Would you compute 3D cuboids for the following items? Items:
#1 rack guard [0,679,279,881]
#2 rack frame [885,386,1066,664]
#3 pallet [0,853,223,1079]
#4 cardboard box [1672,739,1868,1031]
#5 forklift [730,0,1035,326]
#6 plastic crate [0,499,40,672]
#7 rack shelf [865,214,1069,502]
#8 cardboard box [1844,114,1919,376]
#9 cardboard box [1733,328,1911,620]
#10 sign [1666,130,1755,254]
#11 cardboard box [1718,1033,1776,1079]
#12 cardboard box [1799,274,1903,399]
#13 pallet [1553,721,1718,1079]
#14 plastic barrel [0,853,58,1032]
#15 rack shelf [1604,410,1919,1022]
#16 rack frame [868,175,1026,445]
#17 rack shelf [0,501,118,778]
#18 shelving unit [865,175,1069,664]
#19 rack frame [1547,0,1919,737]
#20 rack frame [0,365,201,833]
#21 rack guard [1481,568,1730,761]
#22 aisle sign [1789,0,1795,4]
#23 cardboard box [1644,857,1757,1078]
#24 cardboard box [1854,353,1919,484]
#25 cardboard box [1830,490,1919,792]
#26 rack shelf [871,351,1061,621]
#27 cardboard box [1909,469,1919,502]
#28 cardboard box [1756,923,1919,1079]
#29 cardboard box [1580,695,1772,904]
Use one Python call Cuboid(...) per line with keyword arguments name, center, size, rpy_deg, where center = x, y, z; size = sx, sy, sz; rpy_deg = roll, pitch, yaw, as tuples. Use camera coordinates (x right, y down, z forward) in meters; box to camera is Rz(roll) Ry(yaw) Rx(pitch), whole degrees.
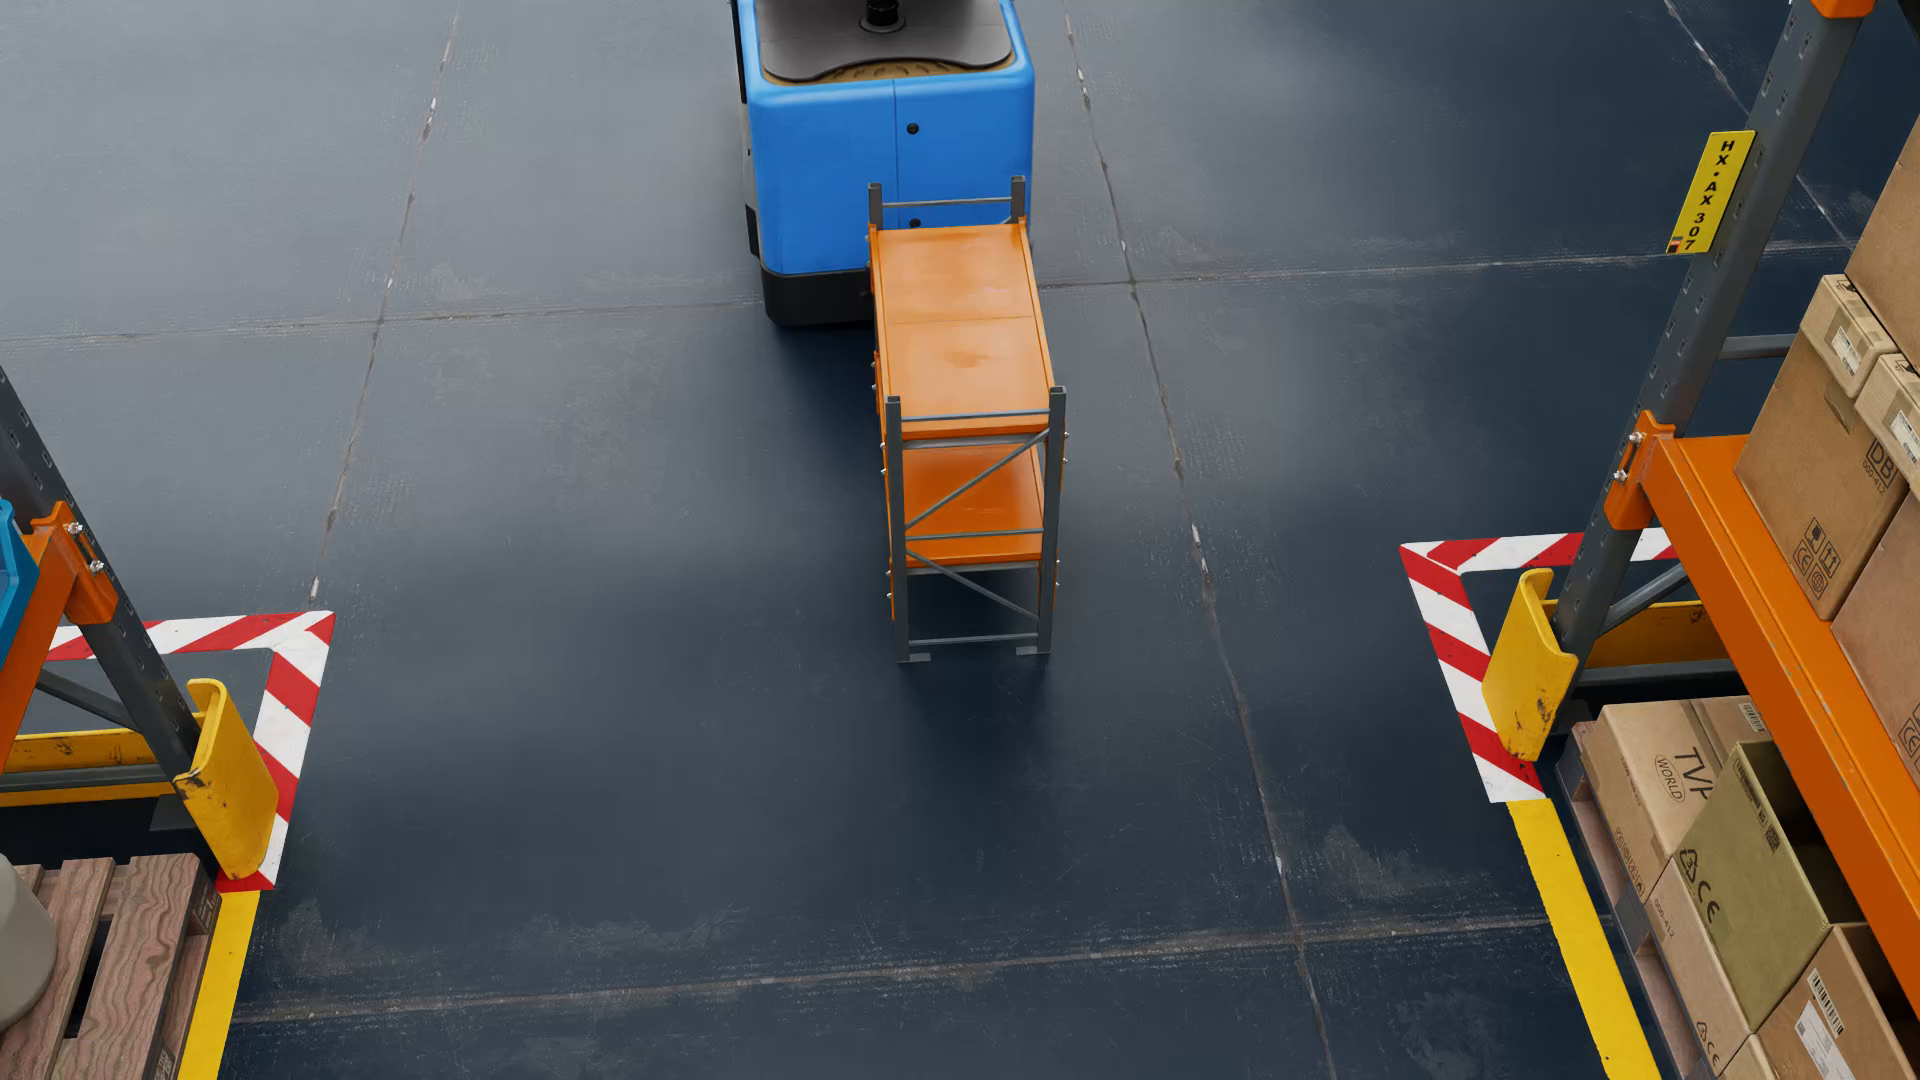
Cuboid(name="rack guard", center=(-2.627, 0.720, 4.724), size=(1.175, 0.500, 0.348), rpy_deg=(-3, 47, -3))
Cuboid(name="rack frame", center=(0.043, -0.014, 4.989), size=(0.500, 1.125, 0.032), rpy_deg=(-3, 47, -3))
Cuboid(name="pallet", center=(-2.565, 1.407, 4.272), size=(1.003, 0.211, 1.213), rpy_deg=(-3, 47, -3))
Cuboid(name="cardboard box", center=(2.123, 0.816, 3.999), size=(0.500, 0.500, 0.500), rpy_deg=(-3, 47, -3))
Cuboid(name="forklift", center=(-0.435, -2.916, 6.493), size=(1.130, 2.935, 3.031), rpy_deg=(-6, 47, -6))
Cuboid(name="plastic crate", center=(-2.340, 0.203, 3.594), size=(0.499, 0.251, 0.616), rpy_deg=(-3, 47, -3))
Cuboid(name="rack shelf", center=(0.001, -0.583, 5.124), size=(0.538, 0.278, 1.000), rpy_deg=(-3, 47, -3))
Cuboid(name="cardboard box", center=(2.287, -0.594, 3.284), size=(0.700, 0.500, 0.500), rpy_deg=(-3, 47, -3))
Cuboid(name="cardboard box", center=(2.282, -0.186, 3.792), size=(0.700, 0.500, 0.500), rpy_deg=(-3, 47, -3))
Cuboid(name="sign", center=(1.702, -0.786, 3.778), size=(0.100, 0.325, 0.005), rpy_deg=(-3, 47, -3))
Cuboid(name="cardboard box", center=(2.166, 1.435, 3.929), size=(0.500, 0.250, 0.500), rpy_deg=(-3, 47, -3))
Cuboid(name="cardboard box", center=(2.074, -0.451, 3.595), size=(0.380, 0.149, 0.250), rpy_deg=(-4, 47, -4))
Cuboid(name="pallet", center=(2.362, 1.019, 4.639), size=(1.003, 0.211, 1.213), rpy_deg=(-3, 47, -3))
Cuboid(name="plastic barrel", center=(-2.549, 0.990, 4.170), size=(0.421, 0.512, 0.421), rpy_deg=(0, 47, 0))
Cuboid(name="rack shelf", center=(2.423, 1.204, 3.039), size=(1.077, 0.370, 4.000), rpy_deg=(-3, 47, -3))
Cuboid(name="rack frame", center=(-0.042, -0.750, 5.685), size=(0.500, 1.125, 0.032), rpy_deg=(-3, 47, -3))
Cuboid(name="rack shelf", center=(-2.513, 1.502, 2.757), size=(1.077, 0.370, 4.000), rpy_deg=(-3, 47, -3))
Cuboid(name="shelving unit", center=(0.001, -0.382, 5.337), size=(0.538, 1.125, 1.048), rpy_deg=(-3, 47, -3))
Cuboid(name="rack frame", center=(2.256, -0.490, 4.149), size=(1.000, 3.000, 0.127), rpy_deg=(-3, 47, -3))
Cuboid(name="rack frame", center=(-2.680, -0.192, 3.866), size=(1.000, 3.000, 0.127), rpy_deg=(-3, 47, -3))
Cuboid(name="rack guard", center=(2.254, 0.352, 5.073), size=(1.175, 0.500, 0.348), rpy_deg=(-3, 47, -3))
Cuboid(name="aisle sign", center=(1.945, -1.413, 3.232), size=(0.394, 0.787, 0.004), rpy_deg=(-3, 47, -3))
Cuboid(name="cardboard box", center=(2.125, 1.074, 4.272), size=(0.500, 0.250, 0.500), rpy_deg=(-3, 47, -3))
Cuboid(name="cardboard box", center=(2.099, -0.260, 3.415), size=(0.380, 0.149, 0.250), rpy_deg=(-5, 47, -4))
Cuboid(name="cardboard box", center=(2.331, 0.193, 3.432), size=(0.700, 0.500, 0.500), rpy_deg=(-2, 47, -2))
Cuboid(name="rack shelf", center=(0.001, -0.214, 5.514), size=(0.538, 0.278, 1.000), rpy_deg=(-3, 47, -3))
Cuboid(name="cardboard box", center=(2.118, -0.080, 3.244), size=(0.380, 0.149, 0.250), rpy_deg=(-3, 47, -3))
Cuboid(name="cardboard box", center=(2.178, 1.177, 3.658), size=(0.500, 0.500, 0.500), rpy_deg=(-3, 47, -3))
Cuboid(name="cardboard box", center=(2.079, 0.712, 4.614), size=(0.500, 0.250, 0.500), rpy_deg=(-3, 47, -3))
